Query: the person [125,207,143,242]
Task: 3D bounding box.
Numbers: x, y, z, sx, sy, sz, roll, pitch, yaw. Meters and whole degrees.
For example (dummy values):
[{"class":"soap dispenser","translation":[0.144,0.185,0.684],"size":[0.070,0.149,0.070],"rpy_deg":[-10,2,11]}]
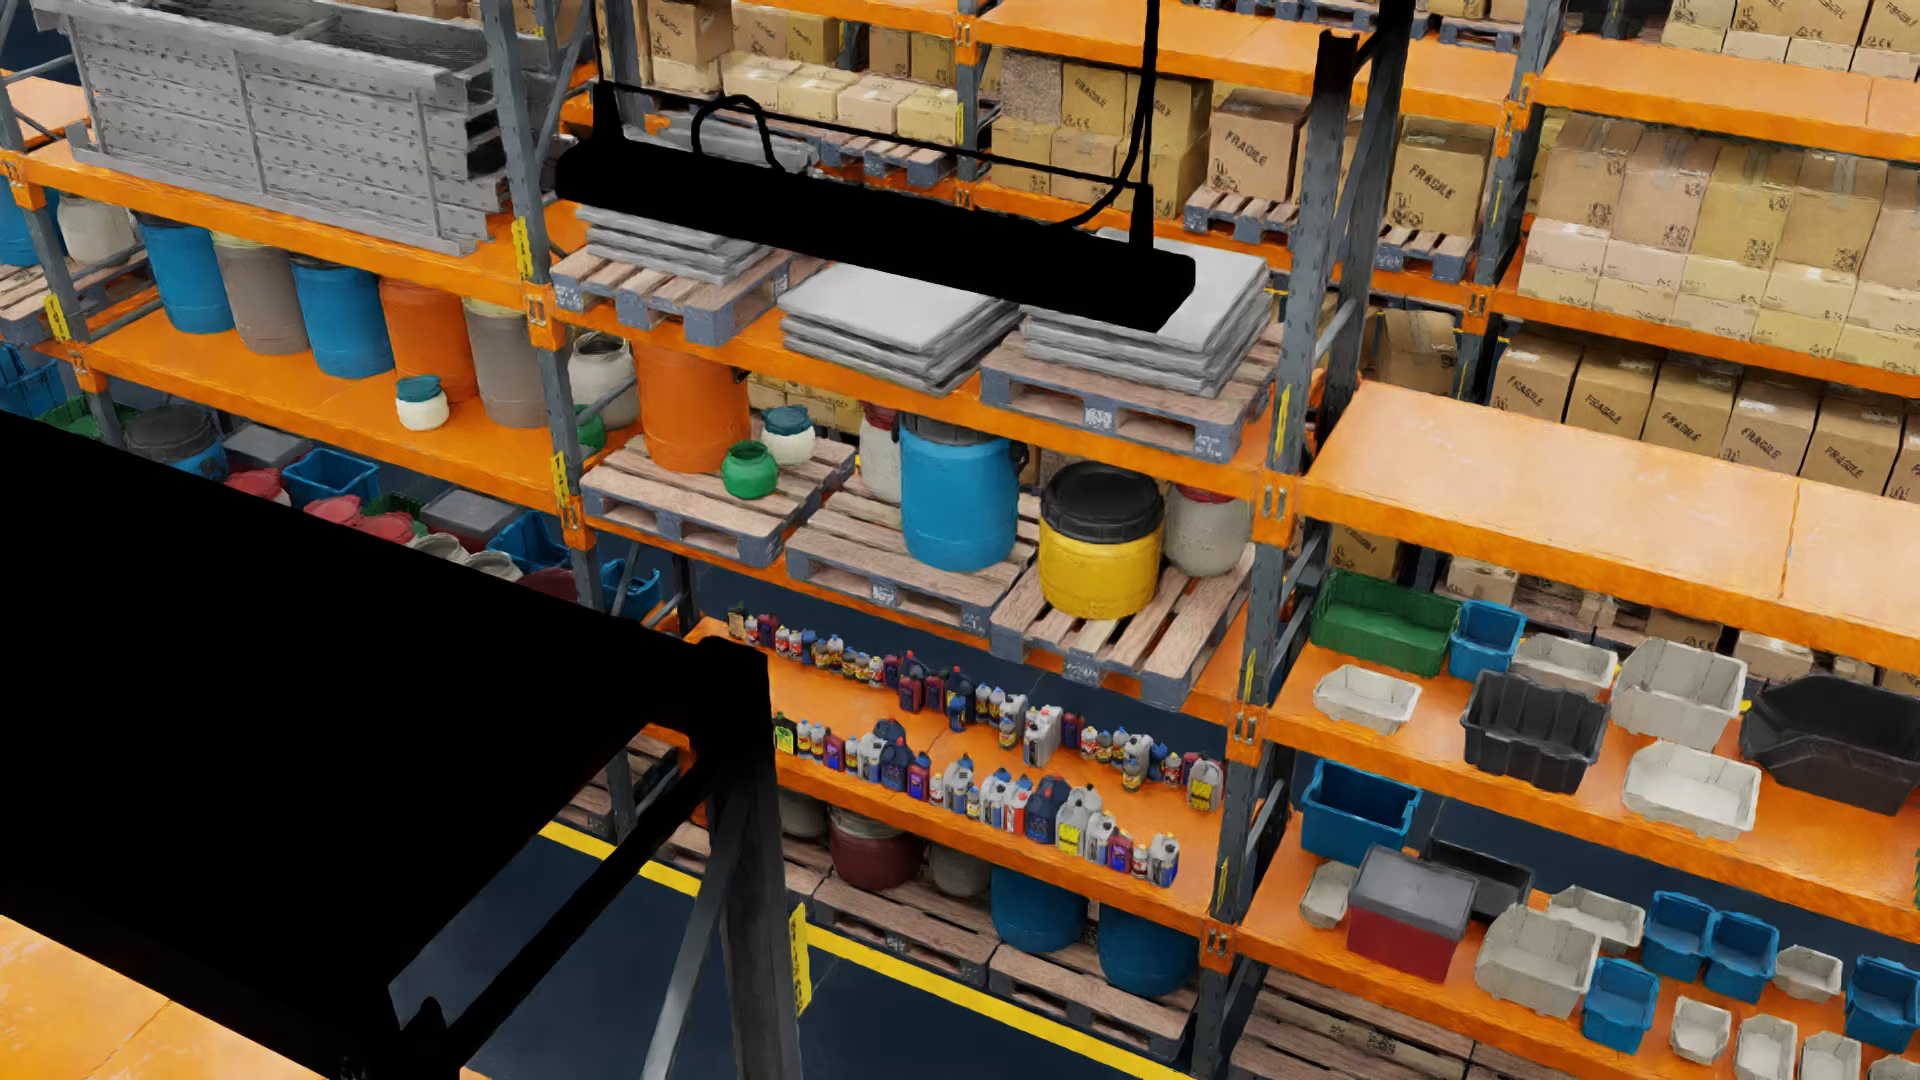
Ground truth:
[{"class":"person","translation":[-8.605,-3.168,16.972],"size":[0.825,1.607,0.613],"rpy_deg":[6,35,8]}]
